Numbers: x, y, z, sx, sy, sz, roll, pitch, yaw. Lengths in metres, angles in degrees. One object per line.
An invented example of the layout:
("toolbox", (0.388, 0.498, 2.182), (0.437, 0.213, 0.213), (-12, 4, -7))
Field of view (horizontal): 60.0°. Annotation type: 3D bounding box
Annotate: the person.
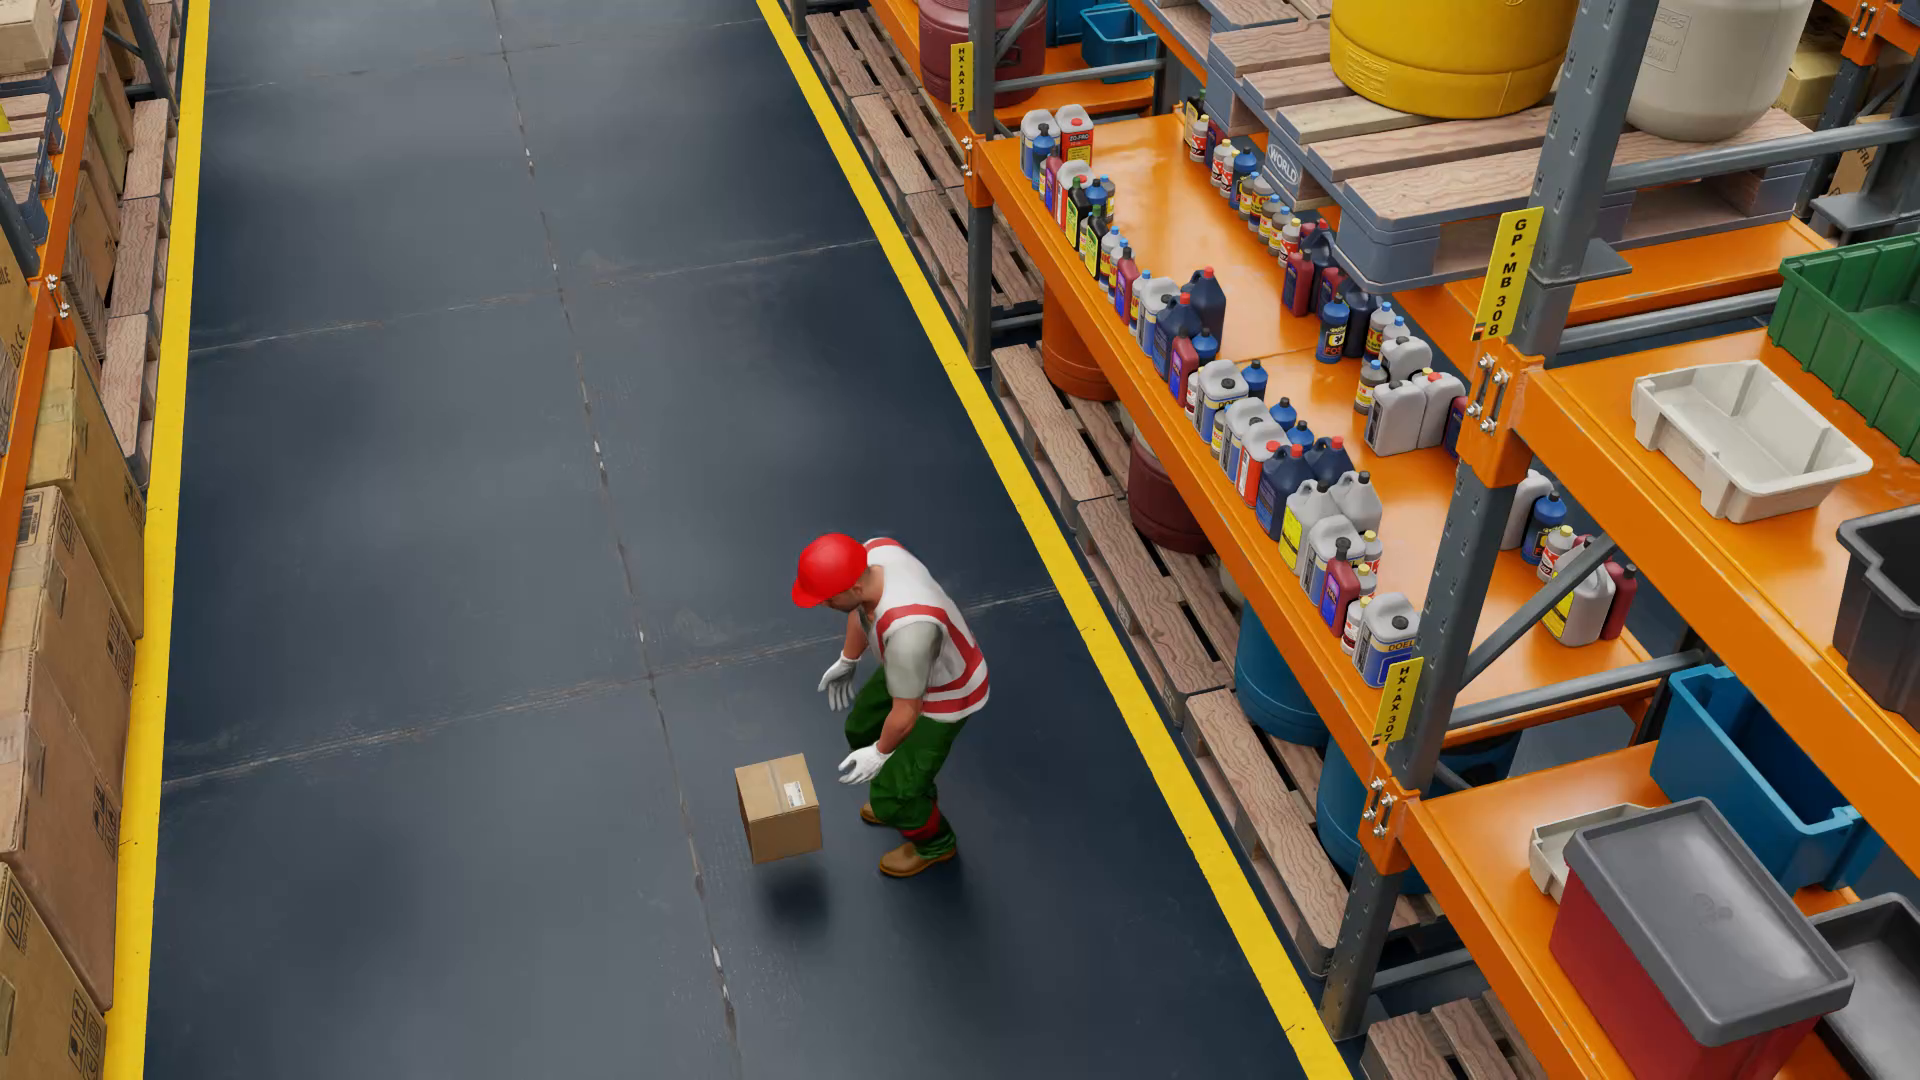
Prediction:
("person", (-0.220, 0.550, 5.685), (0.647, 1.580, 0.575), (-11, 43, -12))
